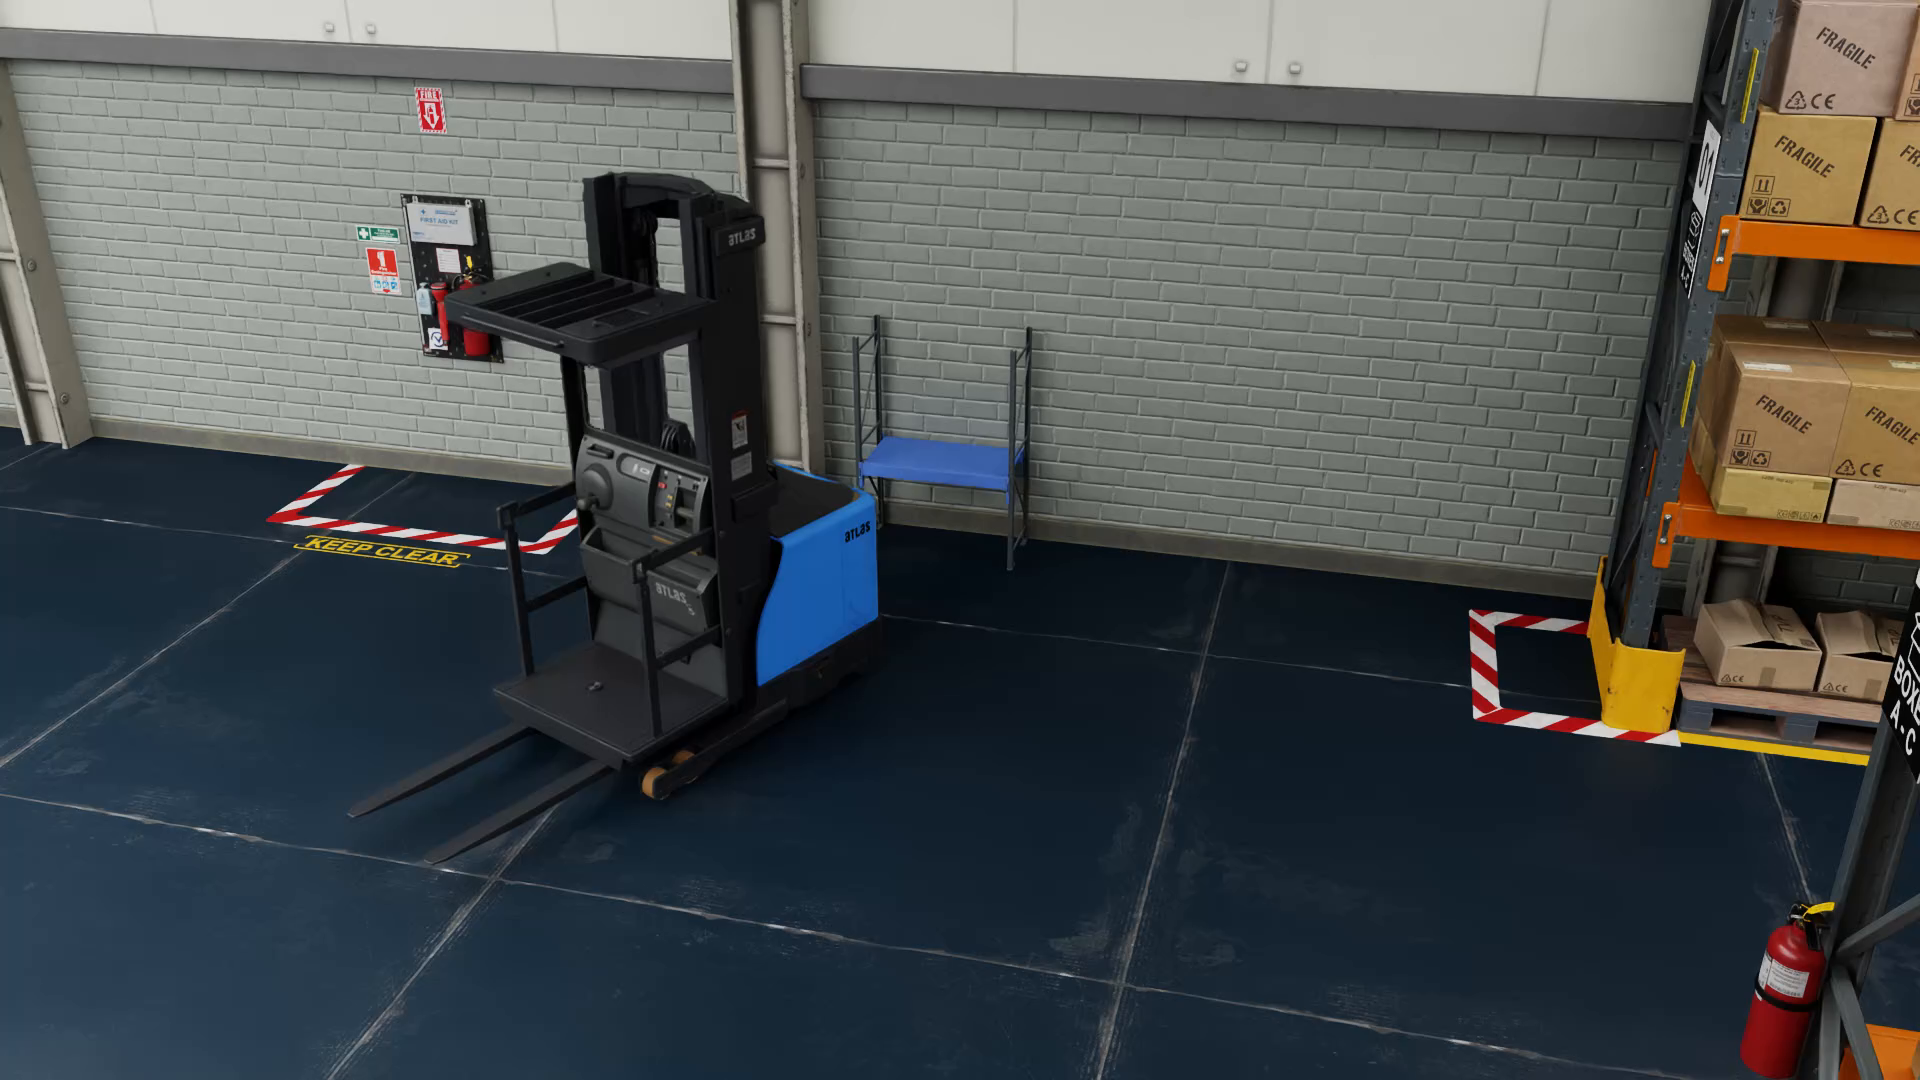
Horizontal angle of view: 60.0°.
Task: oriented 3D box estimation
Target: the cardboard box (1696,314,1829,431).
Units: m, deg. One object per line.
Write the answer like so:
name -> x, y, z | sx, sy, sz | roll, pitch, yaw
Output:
cardboard box -> 4.269, -0.882, 8.892 | 0.500, 0.500, 0.500 | 6, 26, 12

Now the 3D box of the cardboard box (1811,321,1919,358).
cardboard box -> 4.754, -0.824, 8.770 | 0.500, 0.500, 0.500 | 7, 26, 14

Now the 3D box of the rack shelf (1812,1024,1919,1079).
rack shelf -> 4.466, 2.037, 4.318 | 4.000, 0.370, 1.077 | 6, 26, 13

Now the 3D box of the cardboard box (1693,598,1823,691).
cardboard box -> 4.407, 0.563, 9.195 | 0.500, 0.311, 0.500 | 3, 26, 7

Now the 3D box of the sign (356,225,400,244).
sign -> -4.050, -2.125, 11.567 | 0.331, 0.109, 0.001 | 6, 26, 13

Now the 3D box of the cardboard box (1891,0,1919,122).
cardboard box -> 4.545, -2.207, 7.604 | 0.500, 0.500, 0.500 | 6, 26, 12

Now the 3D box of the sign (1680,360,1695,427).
sign -> 3.624, -0.729, 8.285 | 0.005, 0.325, 0.100 | 6, 26, 13

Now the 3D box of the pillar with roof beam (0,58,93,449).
pillar with roof beam -> -8.041, -3.051, 7.189 | 0.400, 9.000, 9.100 | 6, 26, 13

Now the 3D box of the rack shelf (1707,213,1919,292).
rack shelf -> 5.696, -1.380, 8.006 | 4.000, 0.370, 1.077 | 6, 26, 13

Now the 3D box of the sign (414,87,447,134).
sign -> -3.525, -2.861, 11.073 | 0.199, 0.298, 0.001 | 6, 26, 13

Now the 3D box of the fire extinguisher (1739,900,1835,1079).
fire extinguisher -> 2.530, 1.327, 5.062 | 0.183, 0.674, 0.296 | 6, 26, 13

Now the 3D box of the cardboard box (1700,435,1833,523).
cardboard box -> 4.153, -0.321, 8.586 | 0.500, 0.250, 0.500 | 6, 26, 11

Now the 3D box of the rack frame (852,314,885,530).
rack frame -> -0.600, -0.691, 10.956 | 0.032, 1.500, 0.500 | 6, 26, 13

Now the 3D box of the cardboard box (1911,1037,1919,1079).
cardboard box -> 2.978, 1.509, 4.475 | 0.500, 0.500, 0.700 | 6, 26, 13

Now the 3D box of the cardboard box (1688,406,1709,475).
cardboard box -> 4.260, -0.536, 9.038 | 0.500, 0.250, 0.500 | 7, 26, 14

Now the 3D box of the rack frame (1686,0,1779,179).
rack frame -> 3.759, -3.273, 7.656 | 0.127, 3.000, 1.000 | 6, 26, 13

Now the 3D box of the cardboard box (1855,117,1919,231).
cardboard box -> 4.532, -1.760, 7.829 | 0.500, 0.500, 0.500 | 8, 27, 16

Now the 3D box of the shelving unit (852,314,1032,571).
shelving unit -> -0.107, -0.636, 10.841 | 1.048, 1.500, 0.538 | 6, 26, 13

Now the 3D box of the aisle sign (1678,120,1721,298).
aisle sign -> 3.615, -1.621, 8.141 | 0.004, 0.787, 0.394 | 6, 26, 13

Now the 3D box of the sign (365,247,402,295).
sign -> -4.052, -1.890, 11.690 | 0.234, 0.329, 0.001 | 6, 26, 13

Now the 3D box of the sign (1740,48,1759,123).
sign -> 3.624, -2.087, 7.638 | 0.005, 0.325, 0.100 | 6, 26, 13

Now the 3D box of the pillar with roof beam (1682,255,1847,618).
pillar with roof beam -> 3.580, -1.766, 4.490 | 0.400, 9.000, 9.100 | 6, 26, 13

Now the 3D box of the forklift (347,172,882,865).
forklift -> -1.756, -0.239, 8.341 | 1.130, 2.935, 3.031 | 18, 31, 34

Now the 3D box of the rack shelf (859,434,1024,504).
rack shelf -> -0.107, -0.474, 10.919 | 1.000, 0.185, 0.538 | 6, 26, 13

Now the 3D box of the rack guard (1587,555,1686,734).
rack guard -> 3.833, 0.573, 9.466 | 0.348, 0.500, 1.175 | 6, 26, 13

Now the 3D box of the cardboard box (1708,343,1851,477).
cardboard box -> 4.147, -0.668, 8.442 | 0.500, 0.500, 0.500 | 6, 26, 13

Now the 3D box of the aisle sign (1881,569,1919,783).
aisle sign -> 2.539, 0.195, 4.326 | 0.004, 0.787, 0.394 | 6, 26, 13

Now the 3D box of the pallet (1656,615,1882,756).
pallet -> 4.611, 0.805, 9.314 | 1.213, 0.211, 1.003 | 6, 26, 13

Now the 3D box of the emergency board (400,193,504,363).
emergency board -> -3.542, -1.772, 11.483 | 0.643, 1.169, 0.194 | 6, 26, 13

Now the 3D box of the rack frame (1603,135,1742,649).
rack frame -> 3.759, -0.564, 8.946 | 0.127, 3.000, 1.000 | 6, 26, 13

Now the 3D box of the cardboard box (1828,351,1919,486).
cardboard box -> 4.623, -0.611, 8.322 | 0.500, 0.500, 0.500 | 6, 26, 13

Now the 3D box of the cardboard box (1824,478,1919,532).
cardboard box -> 4.659, -0.271, 8.482 | 0.500, 0.250, 0.500 | 5, 26, 11

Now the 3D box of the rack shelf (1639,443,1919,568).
rack shelf -> 5.696, -0.025, 8.650 | 4.000, 0.370, 1.077 | 6, 26, 13

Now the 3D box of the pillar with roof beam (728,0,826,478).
pillar with roof beam -> -2.230, -2.408, 5.840 | 0.400, 9.000, 9.100 | 6, 26, 13

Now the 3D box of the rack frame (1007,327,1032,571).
rack frame -> 0.385, -0.581, 10.726 | 0.032, 1.500, 0.500 | 6, 26, 13

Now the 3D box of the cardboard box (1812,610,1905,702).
cardboard box -> 4.959, 0.624, 9.066 | 0.500, 0.311, 0.500 | 9, 27, 17

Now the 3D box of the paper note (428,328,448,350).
paper note -> -3.696, -1.422, 11.772 | 0.142, 0.148, 0.016 | 6, 26, 13

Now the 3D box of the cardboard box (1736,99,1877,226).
cardboard box -> 4.021, -1.833, 7.981 | 0.500, 0.500, 0.500 | 7, 26, 14

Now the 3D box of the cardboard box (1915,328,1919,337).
cardboard box -> 5.256, -0.771, 8.658 | 0.500, 0.500, 0.500 | 6, 26, 12

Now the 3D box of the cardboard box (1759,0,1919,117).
cardboard box -> 4.072, -2.282, 7.761 | 0.500, 0.500, 0.500 | 4, 26, 9
